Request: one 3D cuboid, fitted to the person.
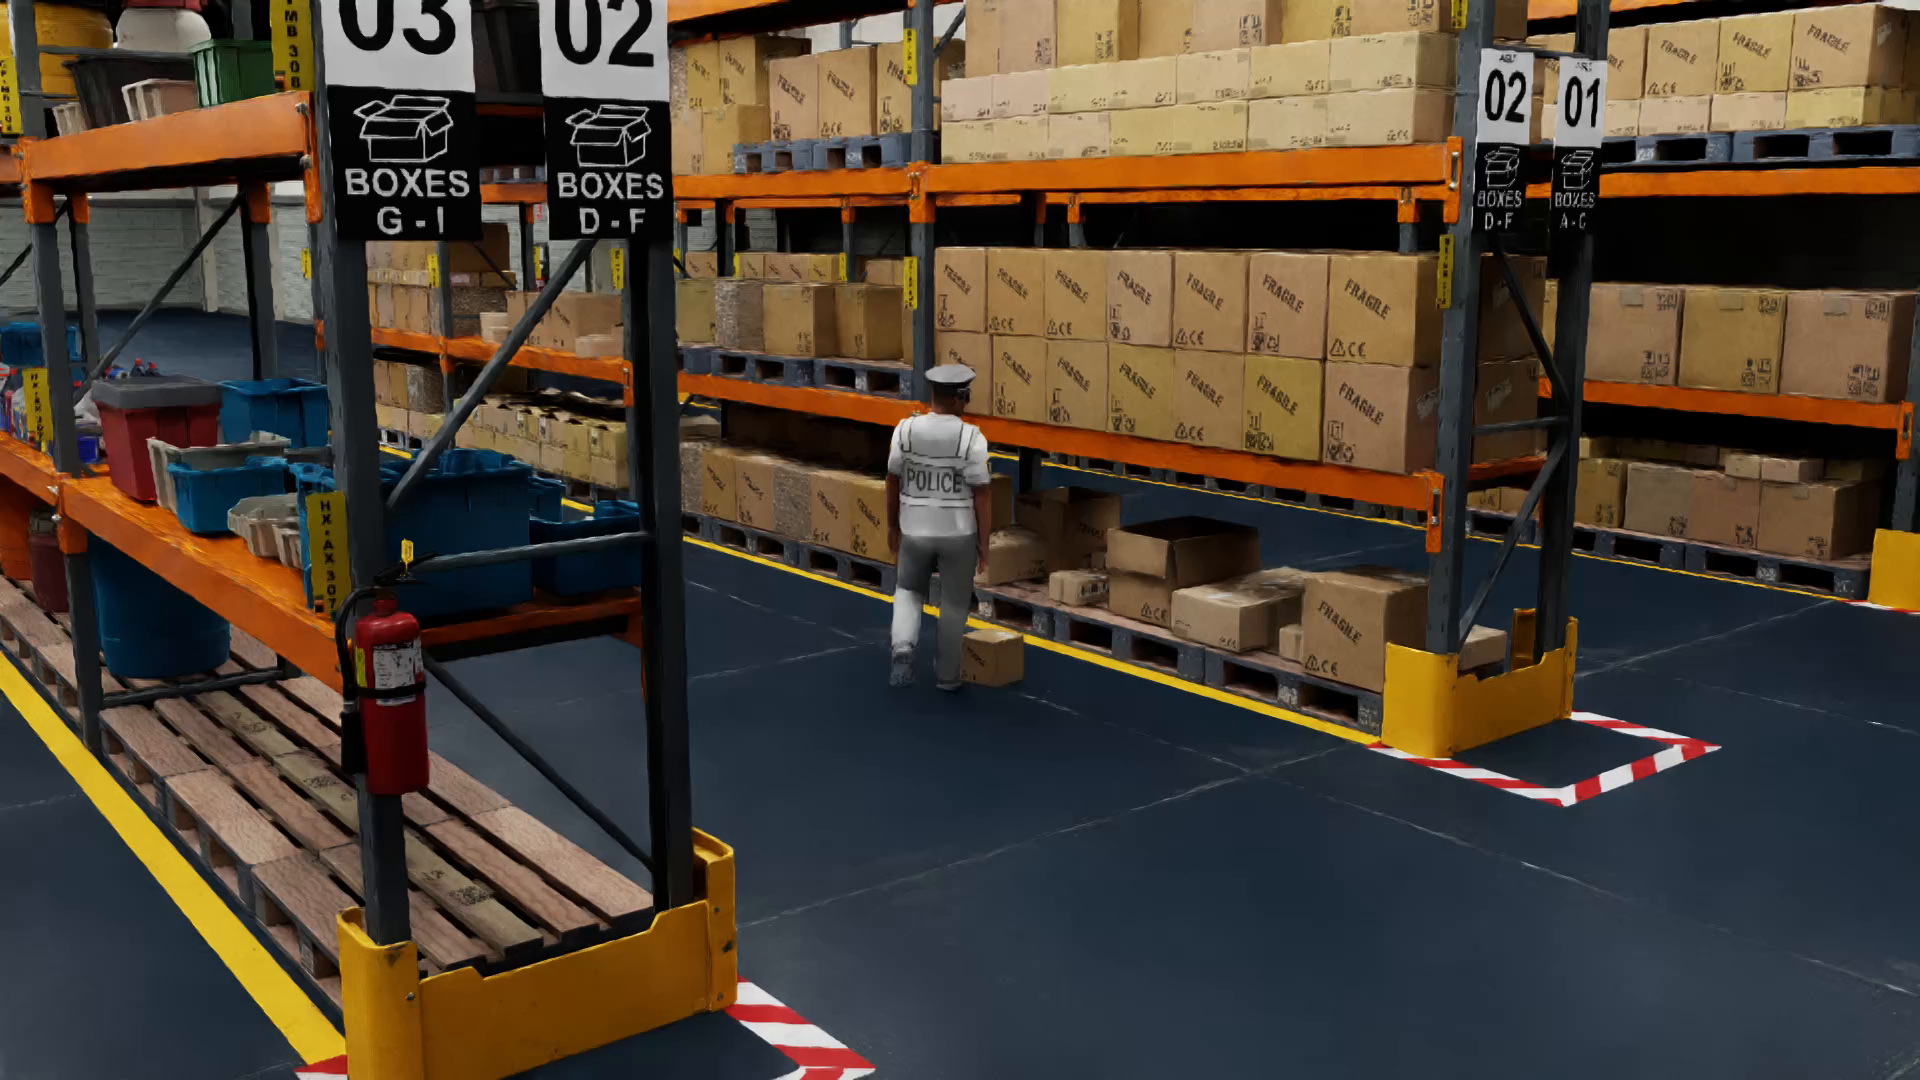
[{"bbox_3d":[-0.107,-0.032,8.619,0.585,1.753,0.683,2,11,12],"label":"person"}]
